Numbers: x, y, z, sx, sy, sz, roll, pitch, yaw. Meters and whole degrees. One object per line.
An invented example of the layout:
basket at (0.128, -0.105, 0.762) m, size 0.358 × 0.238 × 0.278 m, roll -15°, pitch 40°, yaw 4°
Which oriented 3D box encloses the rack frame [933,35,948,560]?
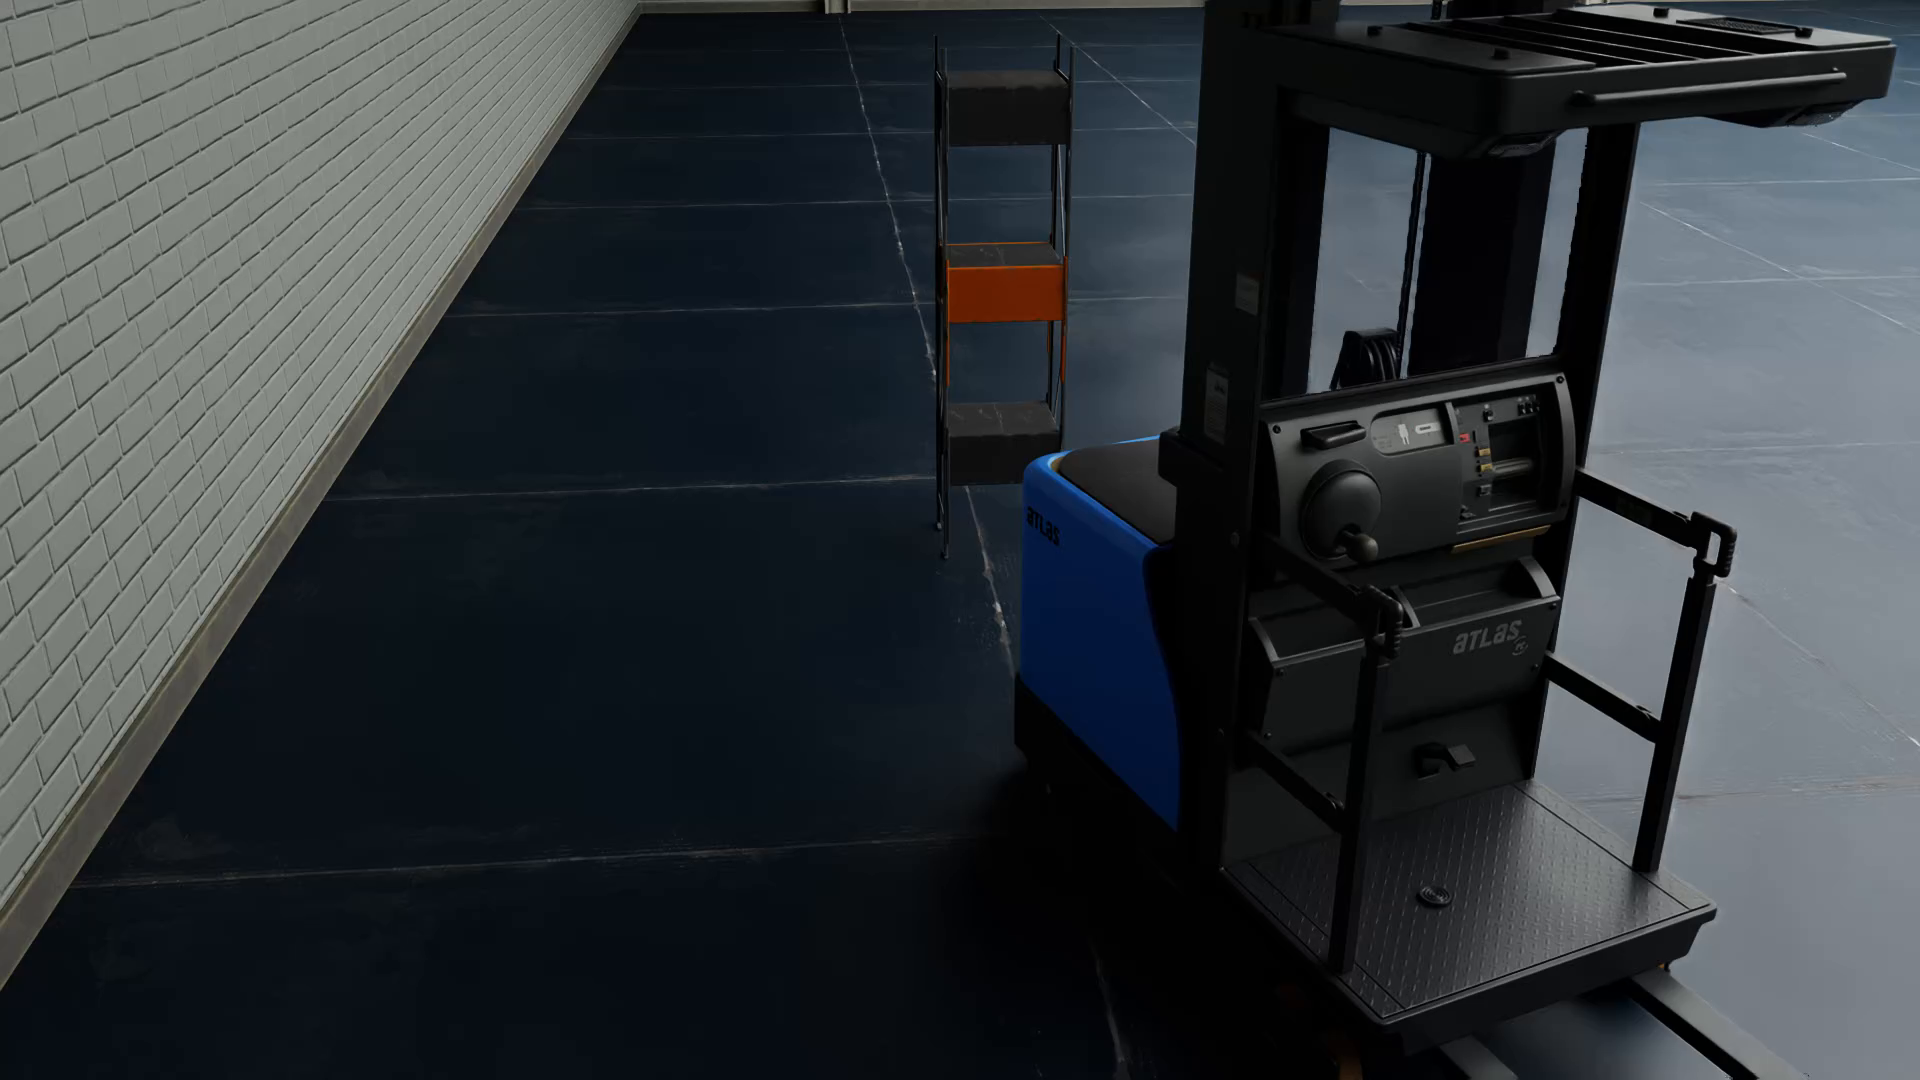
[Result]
rack frame at (-0.078, -0.956, 6.816) m, size 0.015 × 2.100 × 0.400 m, roll -2°, pitch 24°, yaw -5°

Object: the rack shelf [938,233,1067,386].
rack shelf at (0.165, -0.954, 6.844) m, size 0.480 × 0.518 × 0.431 m, roll -2°, pitch 24°, yaw -5°

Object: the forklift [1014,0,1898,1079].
forklift at (1.258, -0.157, 3.994) m, size 1.130 × 2.935 × 3.031 m, roll -11°, pitch 26°, yaw -23°

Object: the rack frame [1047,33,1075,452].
rack frame at (0.408, -0.976, 6.860) m, size 0.015 × 2.100 × 0.400 m, roll -2°, pitch 24°, yaw -5°

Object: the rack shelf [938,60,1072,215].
rack shelf at (0.165, -1.593, 6.560) m, size 0.480 × 0.518 × 0.431 m, roll -2°, pitch 24°, yaw -5°

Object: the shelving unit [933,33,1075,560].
shelving unit at (0.165, -0.966, 6.838) m, size 0.503 × 2.100 × 0.431 m, roll -2°, pitch 24°, yaw -5°

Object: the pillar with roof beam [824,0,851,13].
pillar with roof beam at (-1.445, -10.428, 19.631) m, size 0.400 × 9.000 × 9.100 m, roll -2°, pitch 24°, yaw -5°

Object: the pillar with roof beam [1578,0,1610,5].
pillar with roof beam at (10.497, -10.907, 20.709) m, size 0.400 × 9.000 × 9.100 m, roll -2°, pitch 24°, yaw -5°

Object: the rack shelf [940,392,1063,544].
rack shelf at (0.165, -0.314, 7.128) m, size 0.480 × 0.518 × 0.431 m, roll -2°, pitch 24°, yaw -5°
